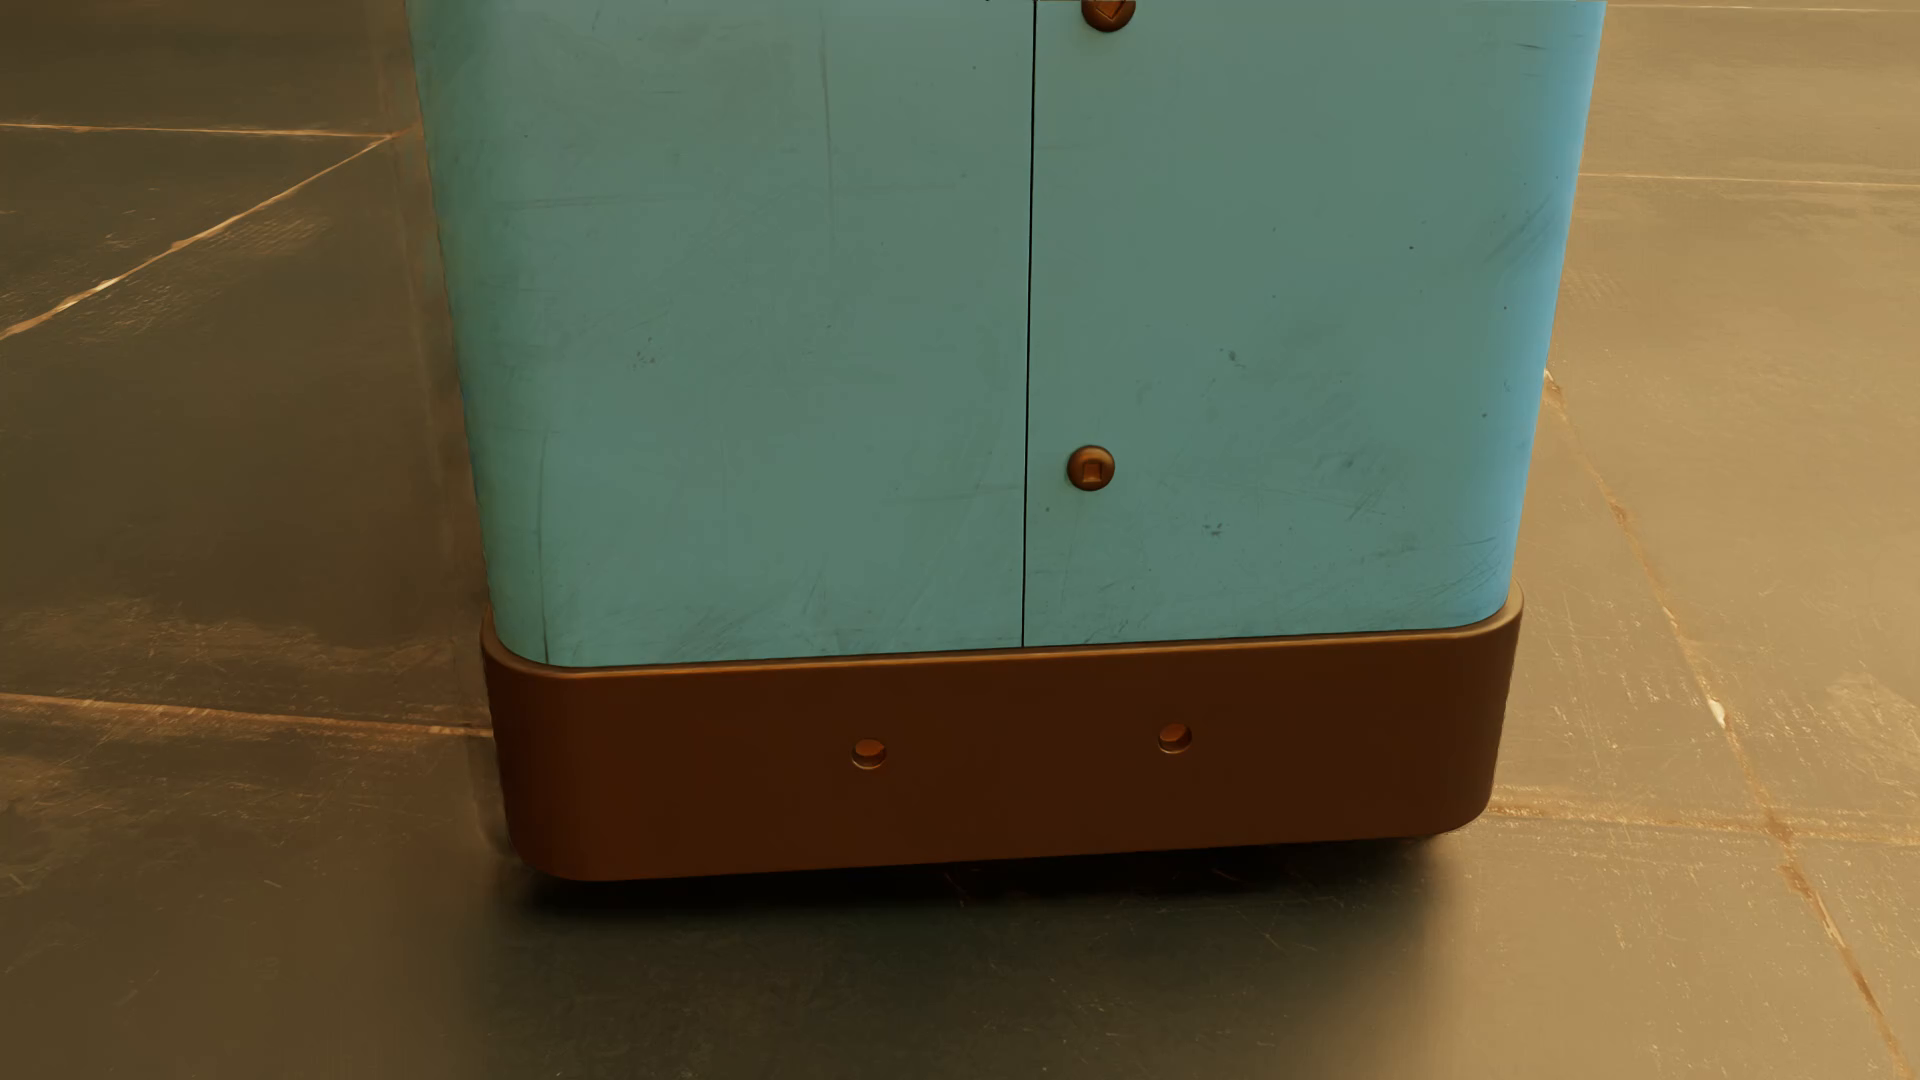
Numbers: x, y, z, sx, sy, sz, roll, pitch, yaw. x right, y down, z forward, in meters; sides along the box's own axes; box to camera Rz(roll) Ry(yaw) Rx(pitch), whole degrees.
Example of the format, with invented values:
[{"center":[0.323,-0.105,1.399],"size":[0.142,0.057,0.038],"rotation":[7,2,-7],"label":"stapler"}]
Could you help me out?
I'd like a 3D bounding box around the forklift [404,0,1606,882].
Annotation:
[{"center":[-0.074,-1.596,2.417],"size":[1.130,2.935,3.031],"rotation":[-2,27,-5],"label":"forklift"}]
